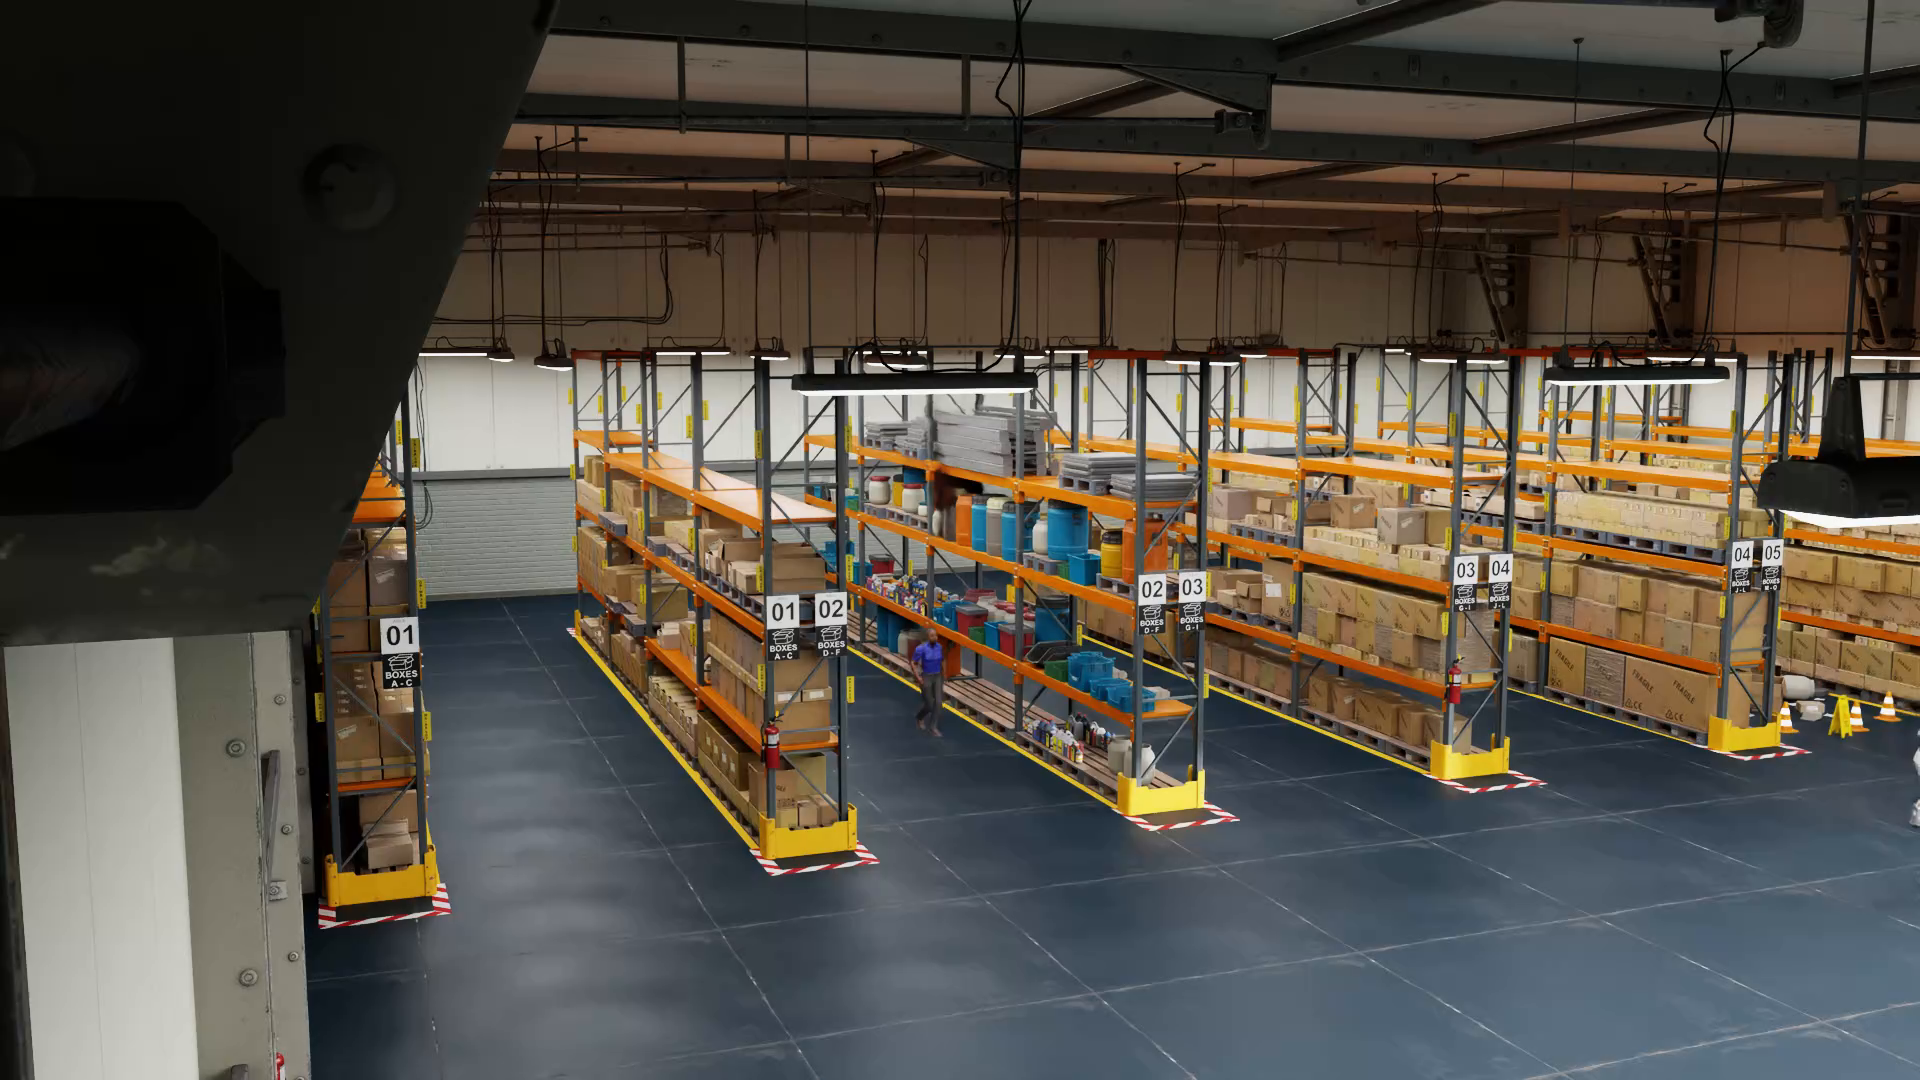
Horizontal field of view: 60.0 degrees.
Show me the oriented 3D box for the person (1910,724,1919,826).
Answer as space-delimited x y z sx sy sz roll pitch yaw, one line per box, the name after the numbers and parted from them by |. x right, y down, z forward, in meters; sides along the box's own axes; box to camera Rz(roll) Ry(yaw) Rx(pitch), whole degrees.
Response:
12.486 2.899 21.269 0.539 1.616 0.600 1 7 10 | person

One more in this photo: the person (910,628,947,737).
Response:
-0.464 2.128 25.126 0.599 1.638 0.556 -4 8 -29 | person
